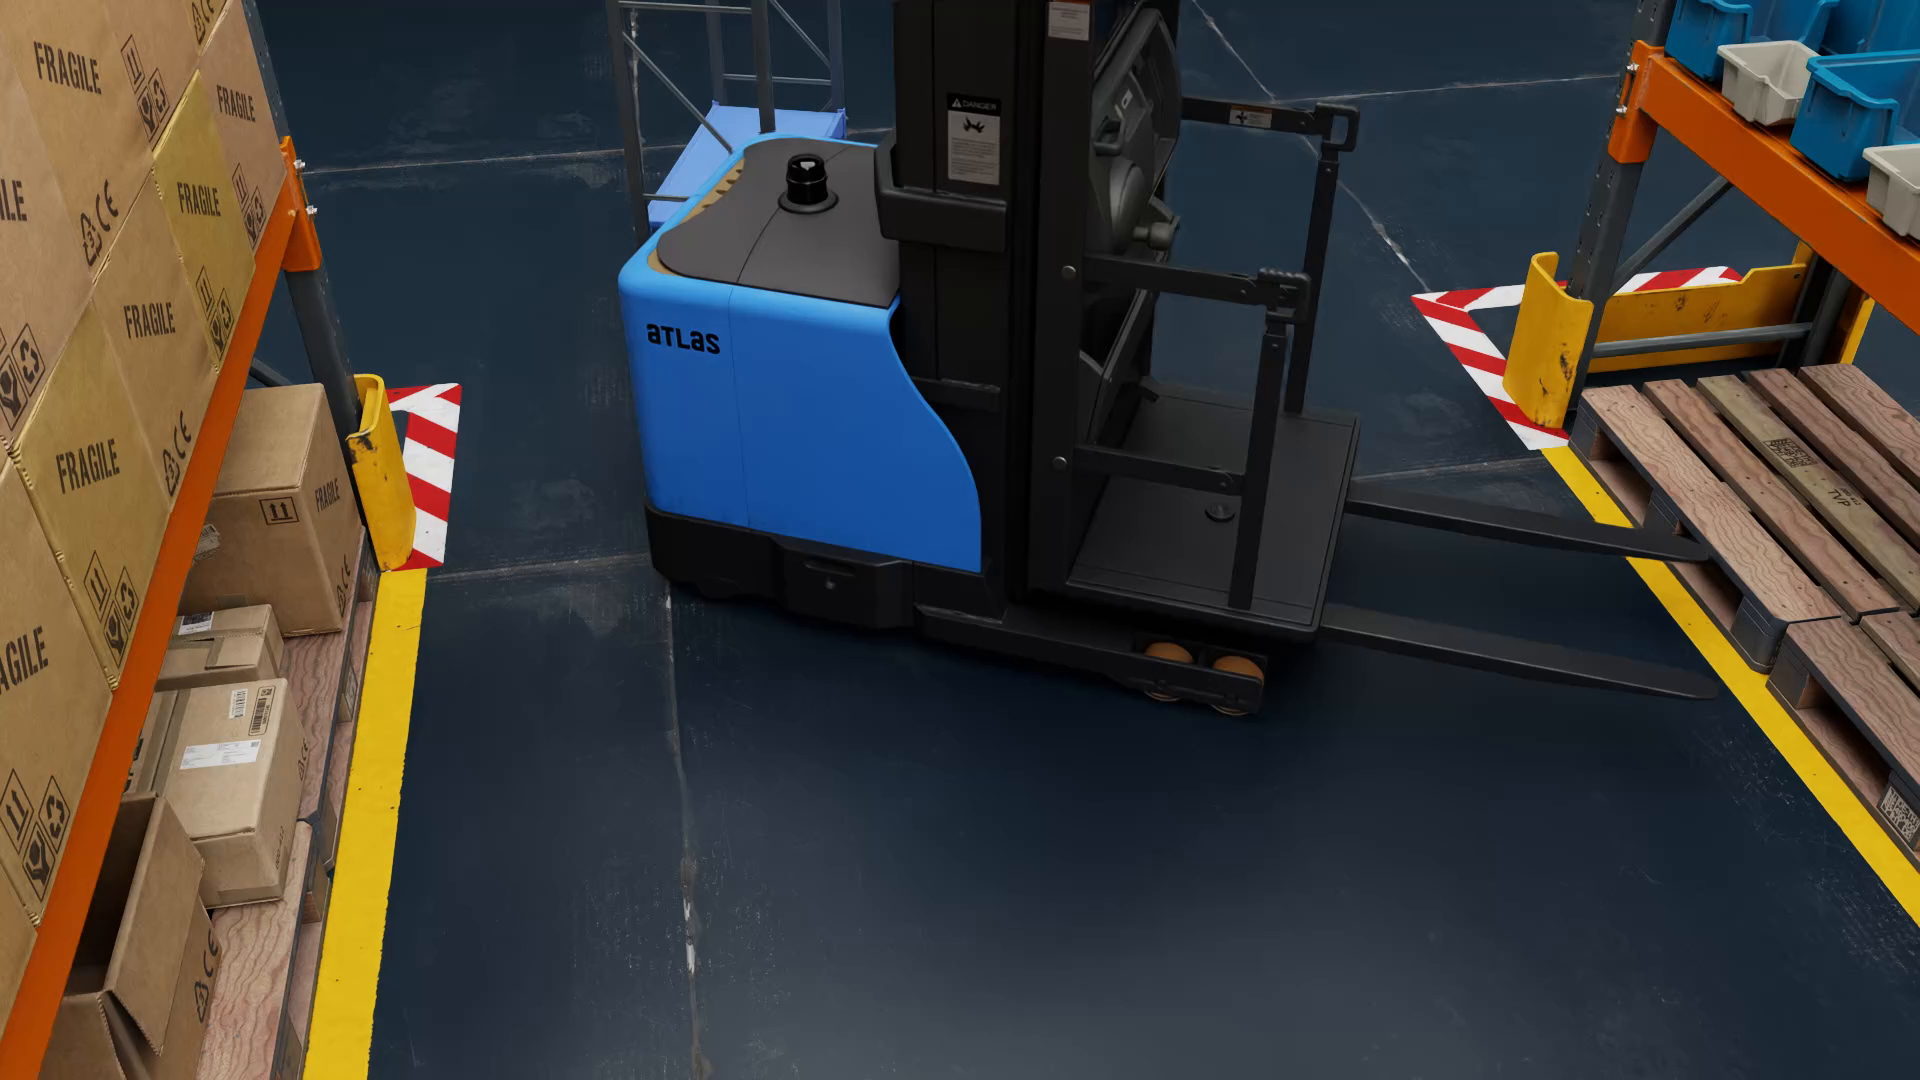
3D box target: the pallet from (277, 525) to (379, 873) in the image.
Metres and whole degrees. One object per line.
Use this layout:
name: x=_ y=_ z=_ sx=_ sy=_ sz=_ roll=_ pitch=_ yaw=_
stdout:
pallet: x=-2.166 y=0.445 z=4.505 sx=1.003 sy=0.211 sz=1.213 roll=-6 pitch=38 yaw=-8

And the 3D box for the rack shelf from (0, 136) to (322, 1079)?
rack shelf: x=-1.970 y=0.309 z=2.994 sx=1.077 sy=0.370 sz=4.000 roll=-6 pitch=38 yaw=-8

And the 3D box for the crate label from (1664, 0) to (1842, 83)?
crate label: x=2.276 y=-1.487 z=4.807 sx=0.416 sy=0.233 sz=0.303 roll=-6 pitch=38 yaw=-8

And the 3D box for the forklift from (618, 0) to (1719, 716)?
forklift: x=0.639 y=-1.036 z=4.195 sx=3.031 sy=2.935 sz=1.130 roll=11 pitch=39 yaw=13

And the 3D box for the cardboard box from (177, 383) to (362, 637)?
cardboard box: x=-1.983 y=-0.068 z=4.572 sx=0.500 sy=0.500 sz=0.500 roll=-6 pitch=38 yaw=-8

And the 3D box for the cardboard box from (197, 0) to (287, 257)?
cardboard box: x=-1.974 y=-0.982 z=3.987 sx=0.500 sy=0.500 sz=0.500 roll=-5 pitch=38 yaw=-7

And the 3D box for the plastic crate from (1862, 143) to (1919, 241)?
plastic crate: x=2.370 y=-0.837 z=4.048 sx=0.250 sy=0.136 sz=0.298 roll=-6 pitch=38 yaw=-8

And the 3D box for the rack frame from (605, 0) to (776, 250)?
rack frame: x=-0.833 y=-1.109 z=5.456 sx=0.500 sy=1.500 sz=0.032 roll=5 pitch=38 yaw=7

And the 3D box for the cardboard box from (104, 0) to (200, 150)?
cardboard box: x=-1.882 y=-1.074 z=3.290 sx=0.500 sy=0.500 sz=0.500 roll=-5 pitch=38 yaw=-7

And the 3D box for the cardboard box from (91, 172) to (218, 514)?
cardboard box: x=-1.798 y=-0.367 z=3.196 sx=0.500 sy=0.500 sz=0.500 roll=-6 pitch=38 yaw=-8

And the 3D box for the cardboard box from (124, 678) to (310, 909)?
cardboard box: x=-1.846 y=0.608 z=3.906 sx=0.500 sy=0.250 sz=0.500 roll=-6 pitch=38 yaw=-8

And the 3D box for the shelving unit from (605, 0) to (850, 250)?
shelving unit: x=-0.759 y=-1.418 z=5.853 sx=0.538 sy=1.500 sz=1.048 roll=5 pitch=38 yaw=7

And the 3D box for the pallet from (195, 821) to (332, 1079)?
pallet: x=-1.956 y=1.180 z=3.559 sx=1.003 sy=0.211 sz=1.213 roll=-6 pitch=38 yaw=-8

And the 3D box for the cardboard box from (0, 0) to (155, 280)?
cardboard box: x=-1.787 y=-0.761 z=2.888 sx=0.500 sy=0.500 sz=0.500 roll=-5 pitch=38 yaw=-7

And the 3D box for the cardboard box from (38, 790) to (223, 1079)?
cardboard box: x=-1.954 y=0.910 z=3.309 sx=0.797 sy=0.503 sz=0.637 roll=-6 pitch=38 yaw=-8

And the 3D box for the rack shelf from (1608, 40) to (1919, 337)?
rack shelf: x=2.907 y=-0.222 z=3.677 sx=1.077 sy=0.370 sz=4.000 roll=-6 pitch=38 yaw=-8

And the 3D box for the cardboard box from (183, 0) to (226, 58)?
cardboard box: x=-1.972 y=-1.379 z=3.683 sx=0.500 sy=0.500 sz=0.500 roll=-7 pitch=38 yaw=-8

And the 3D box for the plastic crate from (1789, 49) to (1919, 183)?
plastic crate: x=2.391 y=-1.089 z=4.295 sx=0.416 sy=0.233 sz=0.300 roll=-6 pitch=38 yaw=-8

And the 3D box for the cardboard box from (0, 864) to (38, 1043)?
cardboard box: x=-1.533 y=0.547 z=2.020 sx=0.500 sy=0.500 sz=0.500 roll=-6 pitch=38 yaw=-7

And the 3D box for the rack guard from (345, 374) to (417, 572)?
rack guard: x=-2.307 y=-0.150 z=5.036 sx=1.175 sy=0.500 sz=0.348 roll=-6 pitch=38 yaw=-8

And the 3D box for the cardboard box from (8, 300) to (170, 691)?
cardboard box: x=-1.709 y=-0.062 z=2.804 sx=0.500 sy=0.500 sz=0.500 roll=-7 pitch=38 yaw=-9

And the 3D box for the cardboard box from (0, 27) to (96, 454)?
cardboard box: x=-1.697 y=-0.451 z=2.489 sx=0.500 sy=0.500 sz=0.500 roll=-5 pitch=38 yaw=-7

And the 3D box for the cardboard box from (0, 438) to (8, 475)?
cardboard box: x=-1.605 y=-0.139 z=2.087 sx=0.500 sy=0.500 sz=0.500 roll=-7 pitch=38 yaw=-9

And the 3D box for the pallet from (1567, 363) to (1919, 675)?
pallet: x=2.663 y=-0.111 z=5.220 sx=1.003 sy=0.211 sz=1.213 roll=-6 pitch=38 yaw=-8

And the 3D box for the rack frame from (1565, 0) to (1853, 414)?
rack frame: x=2.557 y=-1.714 z=5.011 sx=1.000 sy=3.000 sz=0.127 roll=-6 pitch=38 yaw=-8

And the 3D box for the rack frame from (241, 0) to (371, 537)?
rack frame: x=-2.321 y=-1.184 z=4.328 sx=1.000 sy=3.000 sz=0.127 roll=-6 pitch=38 yaw=-8

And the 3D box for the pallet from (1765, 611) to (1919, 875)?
pallet: x=2.874 y=0.625 z=4.274 sx=1.003 sy=0.211 sz=1.213 roll=-6 pitch=38 yaw=-8

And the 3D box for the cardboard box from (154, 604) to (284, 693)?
cardboard box: x=-2.000 y=0.318 z=4.347 sx=0.380 sy=0.166 sz=0.250 roll=-6 pitch=38 yaw=-8

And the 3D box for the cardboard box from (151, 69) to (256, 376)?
cardboard box: x=-1.880 y=-0.669 z=3.584 sx=0.500 sy=0.500 sz=0.500 roll=-6 pitch=38 yaw=-8

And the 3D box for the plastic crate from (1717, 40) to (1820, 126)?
plastic crate: x=2.251 y=-1.246 z=4.575 sx=0.250 sy=0.136 sz=0.298 roll=-6 pitch=38 yaw=-8

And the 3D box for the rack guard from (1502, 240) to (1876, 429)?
rack guard: x=2.540 y=-0.740 z=5.795 sx=1.175 sy=0.500 sz=0.348 roll=-6 pitch=38 yaw=-8

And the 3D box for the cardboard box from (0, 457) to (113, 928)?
cardboard box: x=-1.619 y=0.245 z=2.409 sx=0.500 sy=0.500 sz=0.500 roll=-6 pitch=38 yaw=-8

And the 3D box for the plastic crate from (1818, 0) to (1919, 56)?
plastic crate: x=2.799 y=-1.570 z=4.748 sx=0.616 sy=0.435 sz=0.499 roll=-6 pitch=38 yaw=-8

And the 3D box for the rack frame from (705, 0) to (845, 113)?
rack frame: x=-0.685 y=-1.727 z=6.250 sx=0.500 sy=1.500 sz=0.032 roll=5 pitch=38 yaw=7

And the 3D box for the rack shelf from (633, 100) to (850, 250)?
rack shelf: x=-0.759 y=-1.276 z=5.963 sx=0.538 sy=0.185 sz=1.000 roll=5 pitch=38 yaw=7
